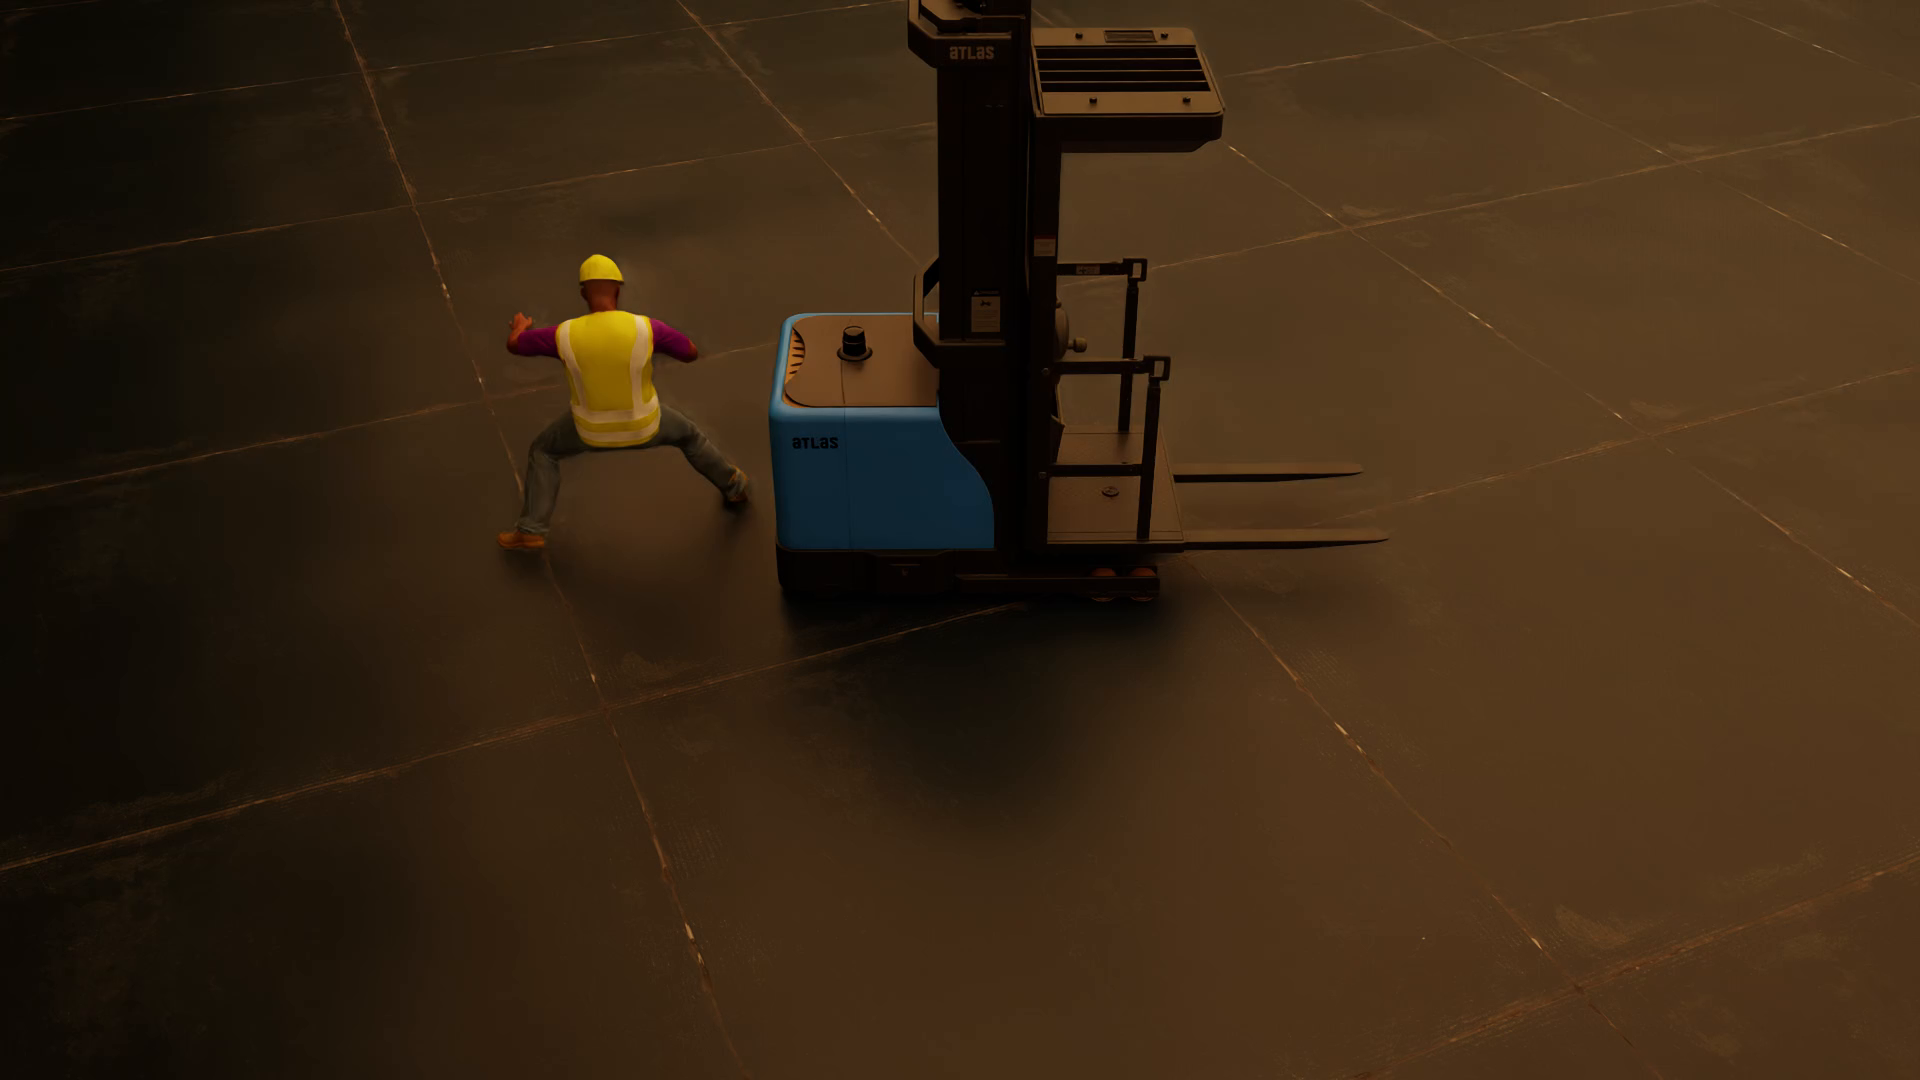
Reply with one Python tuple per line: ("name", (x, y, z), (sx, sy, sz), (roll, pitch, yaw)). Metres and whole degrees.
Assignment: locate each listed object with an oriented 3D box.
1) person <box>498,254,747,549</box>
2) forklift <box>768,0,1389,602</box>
("person", (-1.761, -0.738, 8.335), (1.279, 1.542, 0.743), (-5, 36, -6))
("forklift", (0.610, -1.199, 7.785), (3.031, 2.935, 1.130), (0, 35, -1))
